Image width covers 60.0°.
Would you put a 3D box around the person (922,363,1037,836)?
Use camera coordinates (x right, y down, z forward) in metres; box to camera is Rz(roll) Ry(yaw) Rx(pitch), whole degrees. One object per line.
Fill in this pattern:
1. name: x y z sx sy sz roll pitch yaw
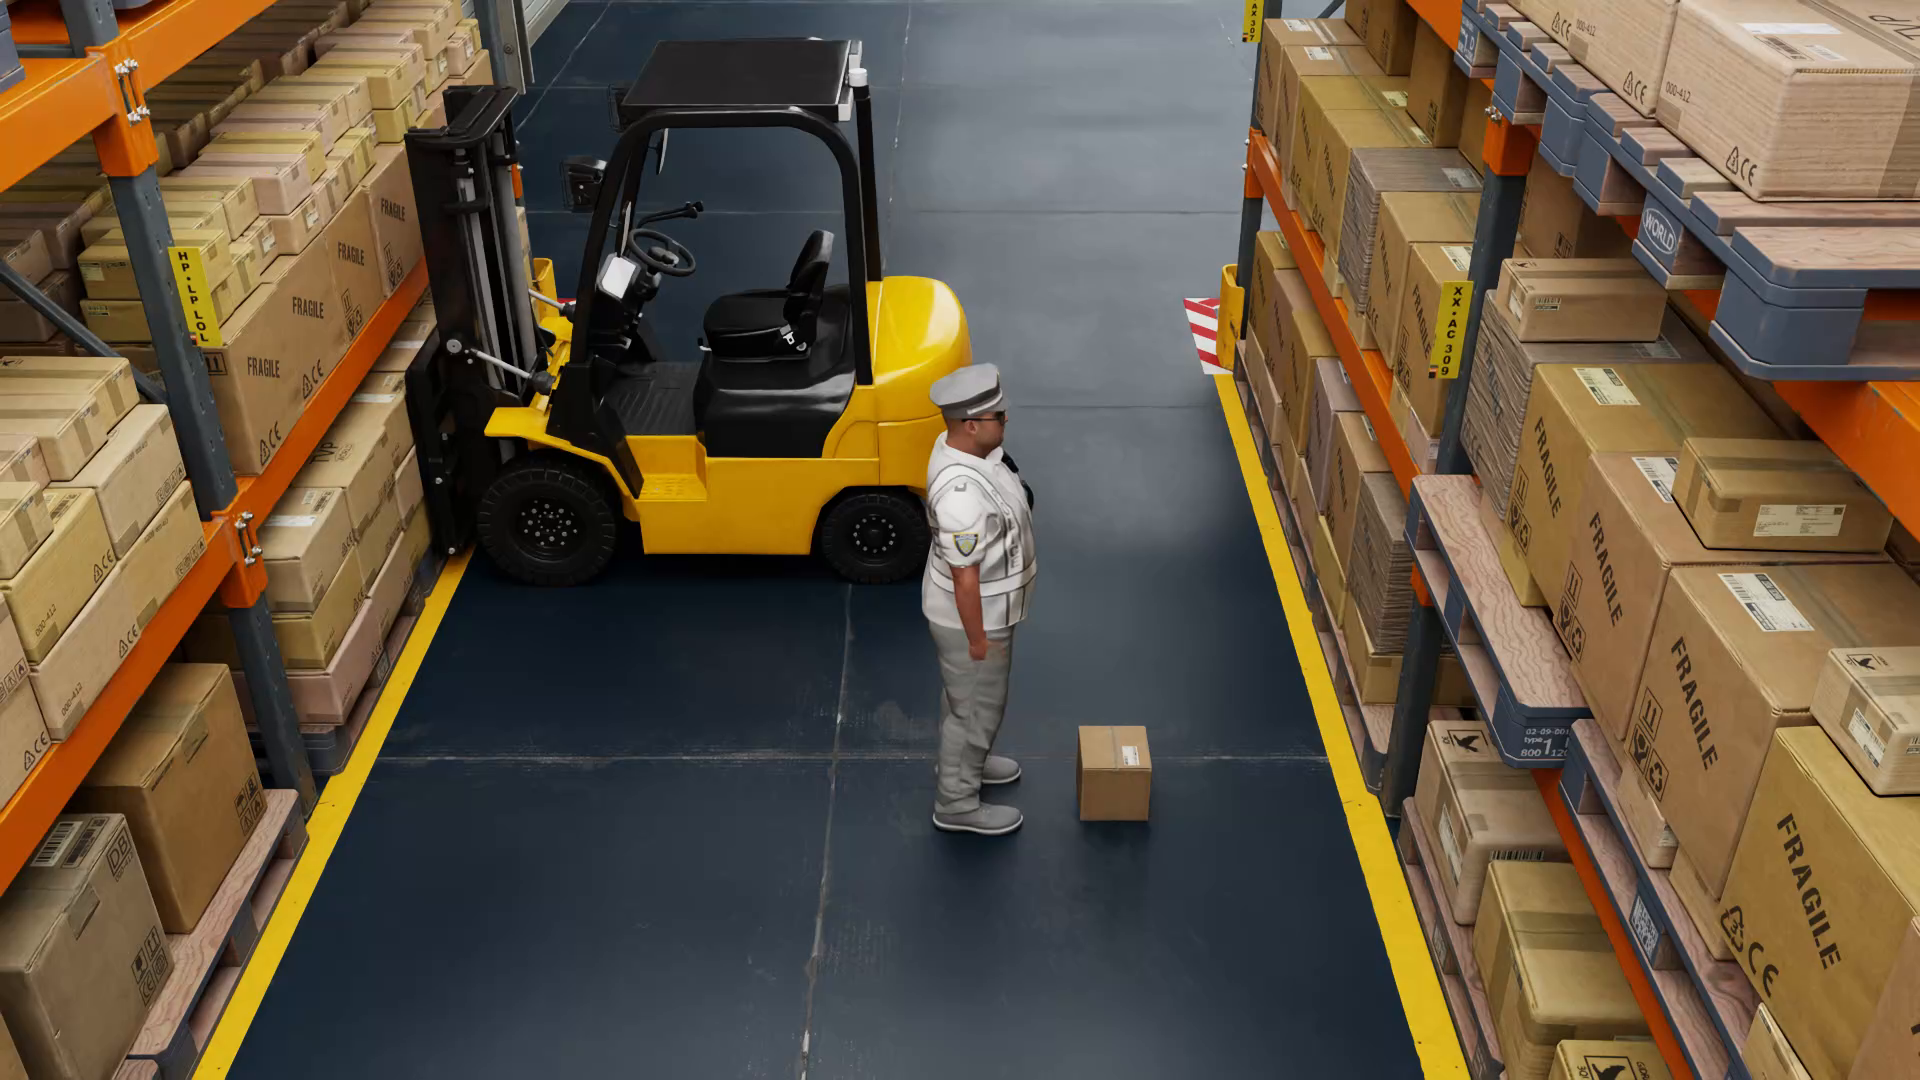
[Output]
1. person: 0.065 0.211 5.770 0.395 1.767 0.527 1 31 1
